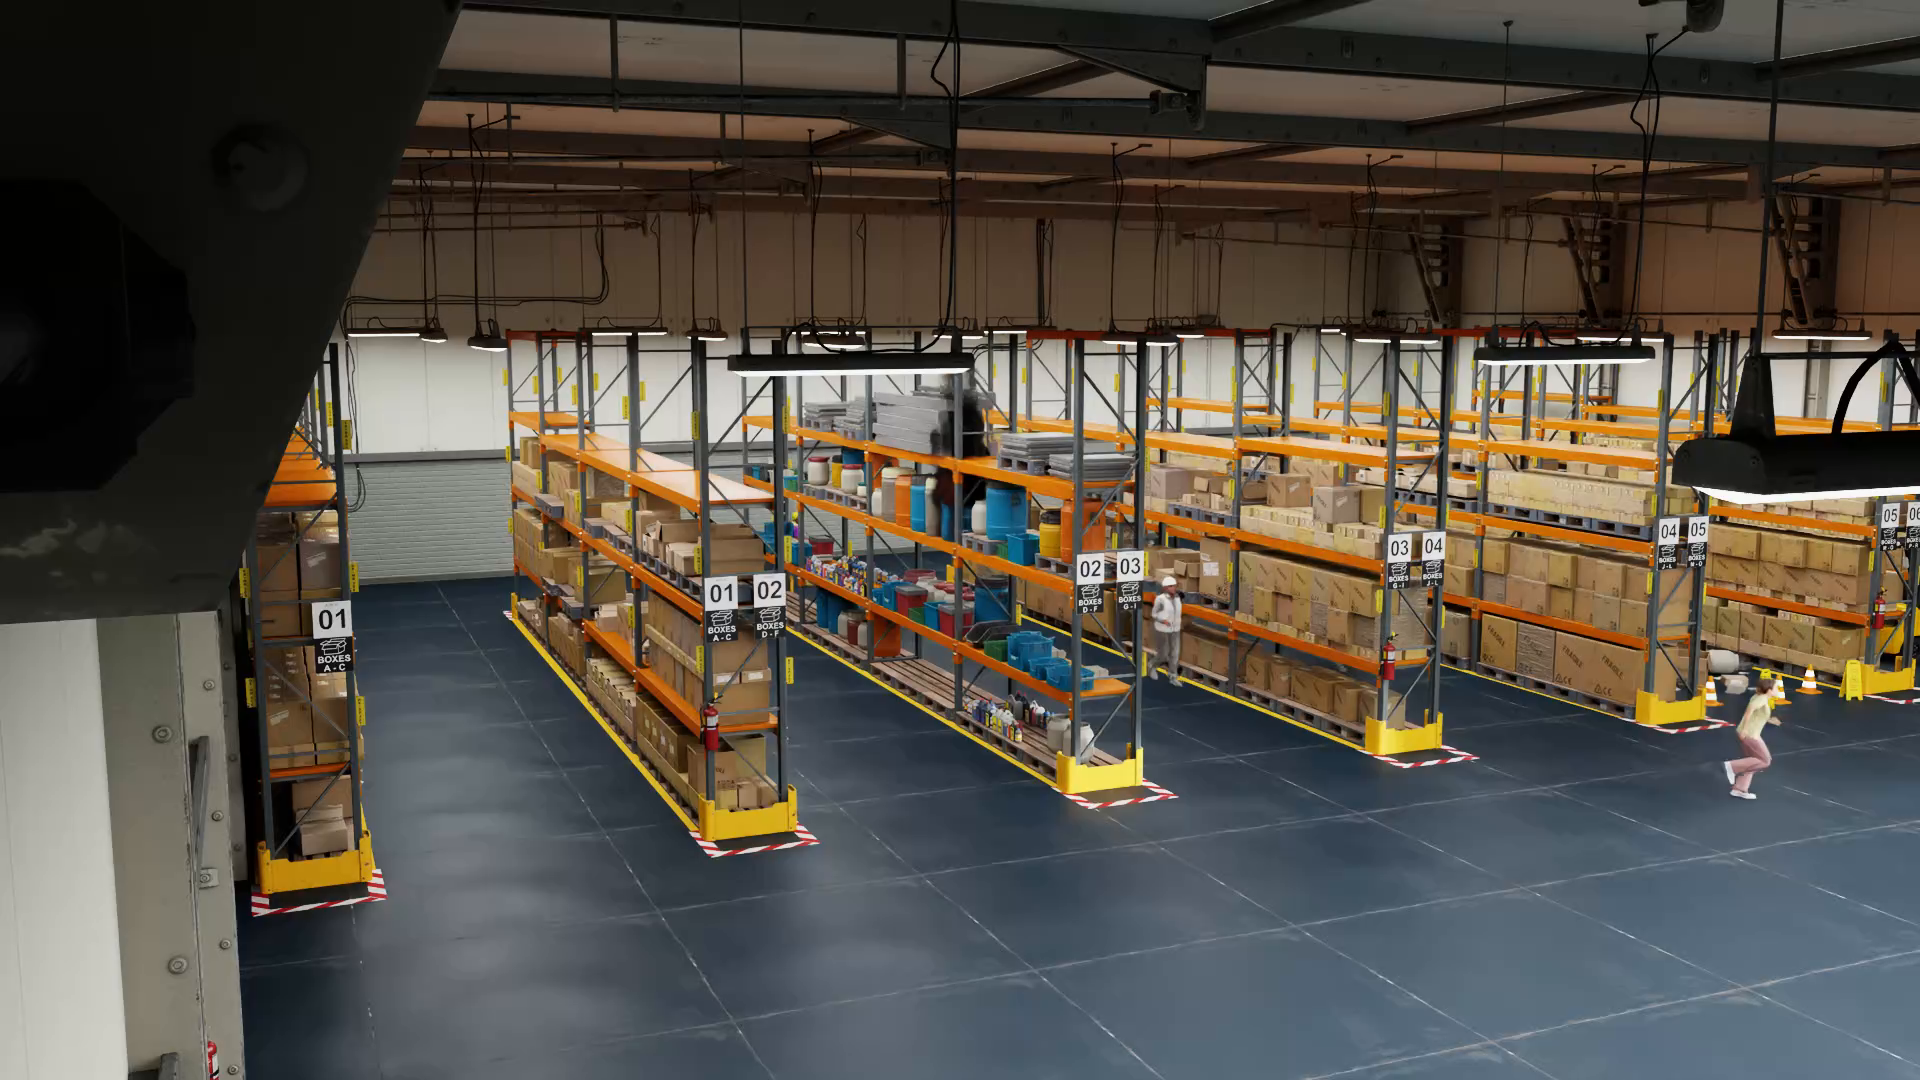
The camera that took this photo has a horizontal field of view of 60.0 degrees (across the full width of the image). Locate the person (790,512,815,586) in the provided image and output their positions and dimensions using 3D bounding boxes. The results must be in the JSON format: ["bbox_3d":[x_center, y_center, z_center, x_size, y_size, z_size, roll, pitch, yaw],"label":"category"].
[{"bbox_3d":[-3.825,0.227,38.534,0.947,1.770,0.710,-2,8,-14],"label":"person"}]

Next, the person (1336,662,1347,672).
[{"bbox_3d":[6.903,1.550,29.469,0.562,1.609,0.677,-4,9,-29],"label":"person"}]

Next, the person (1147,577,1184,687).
[{"bbox_3d":[3.395,1.470,27.267,0.651,1.771,0.800,-4,9,-28],"label":"person"}]

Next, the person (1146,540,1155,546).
[{"bbox_3d":[3.949,0.819,34.531,0.625,1.649,0.723,-4,9,-27],"label":"person"}]

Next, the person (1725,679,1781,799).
[{"bbox_3d":[10.411,2.598,21.827,0.675,1.597,0.571,1,8,9],"label":"person"}]
